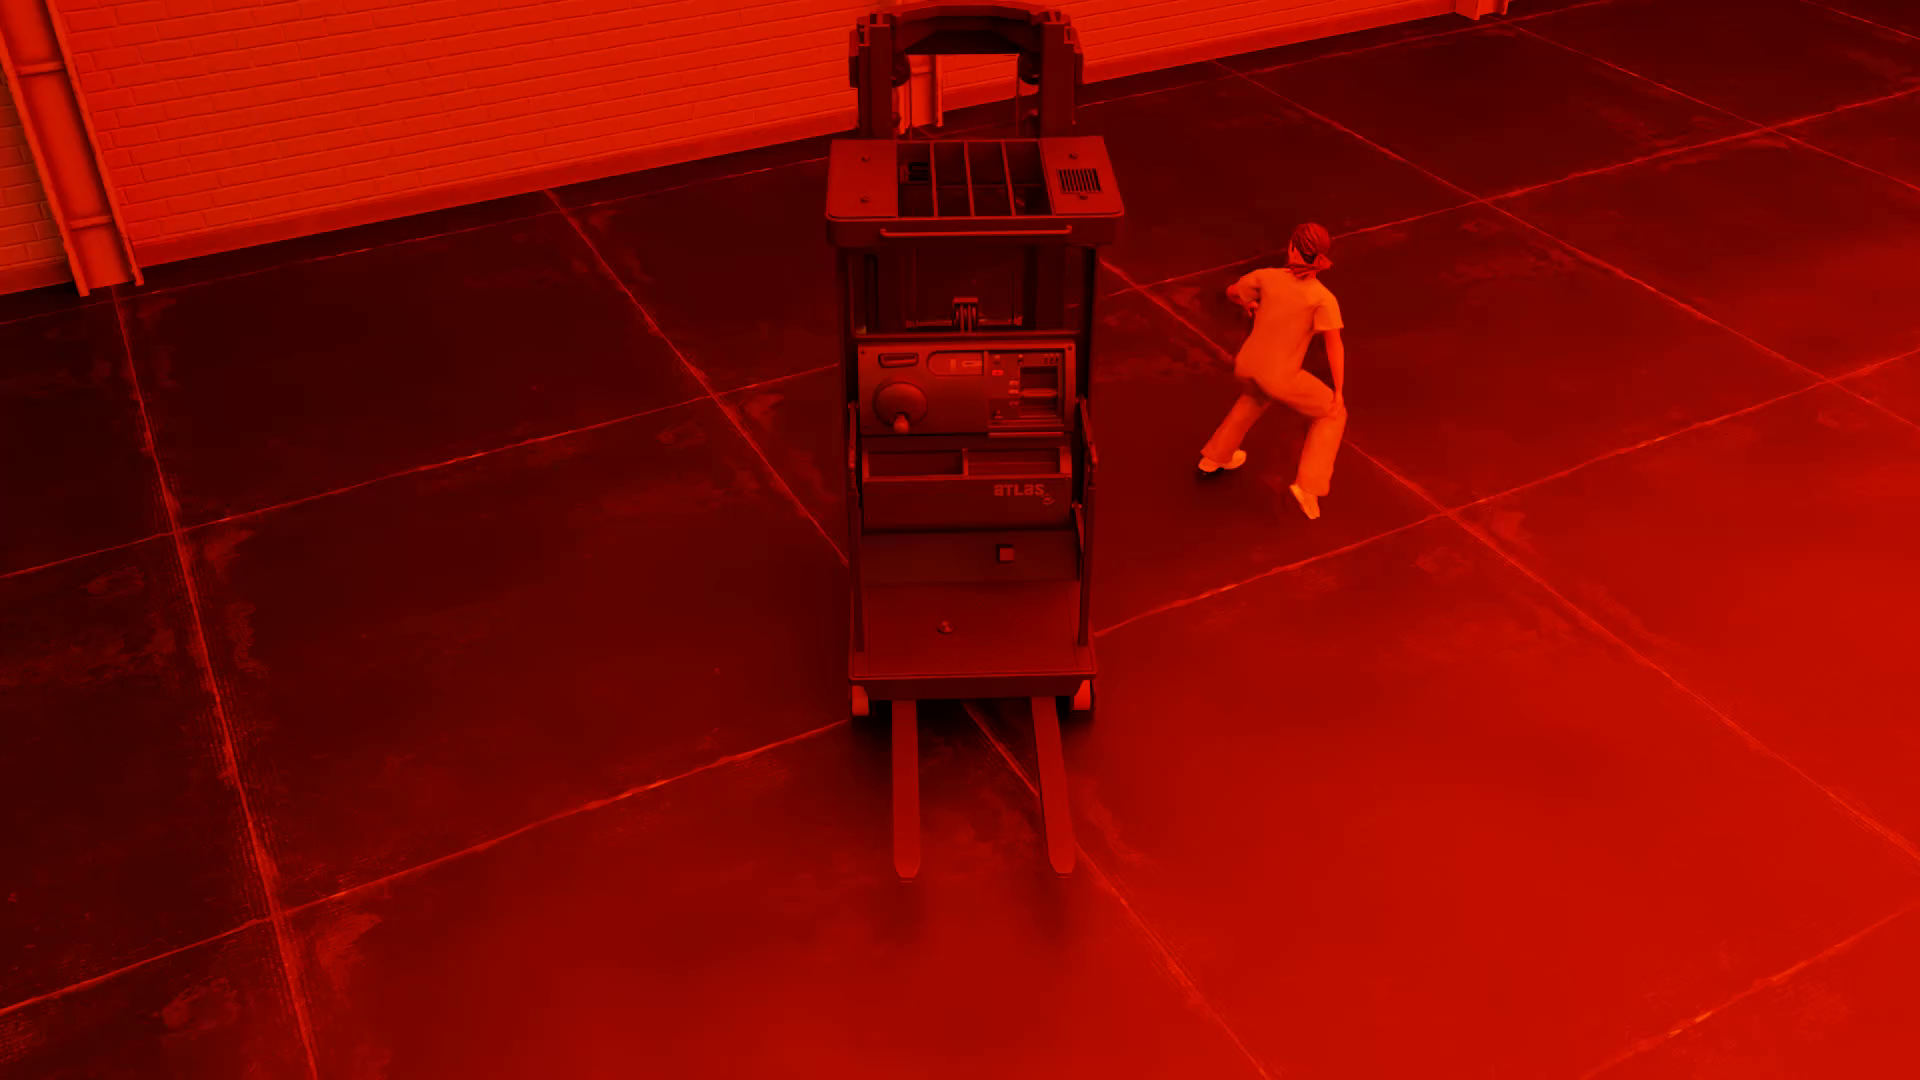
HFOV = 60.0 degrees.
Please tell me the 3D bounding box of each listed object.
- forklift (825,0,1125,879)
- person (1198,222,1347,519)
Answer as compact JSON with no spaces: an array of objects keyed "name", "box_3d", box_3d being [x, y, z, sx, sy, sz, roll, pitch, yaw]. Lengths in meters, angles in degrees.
[{"name":"forklift","box_3d":[0.041,-0.588,6.955,1.130,2.935,3.031,-1,35,-2]},{"name":"person","box_3d":[1.714,-0.866,8.648,0.498,1.581,0.909,-28,44,-34]}]
